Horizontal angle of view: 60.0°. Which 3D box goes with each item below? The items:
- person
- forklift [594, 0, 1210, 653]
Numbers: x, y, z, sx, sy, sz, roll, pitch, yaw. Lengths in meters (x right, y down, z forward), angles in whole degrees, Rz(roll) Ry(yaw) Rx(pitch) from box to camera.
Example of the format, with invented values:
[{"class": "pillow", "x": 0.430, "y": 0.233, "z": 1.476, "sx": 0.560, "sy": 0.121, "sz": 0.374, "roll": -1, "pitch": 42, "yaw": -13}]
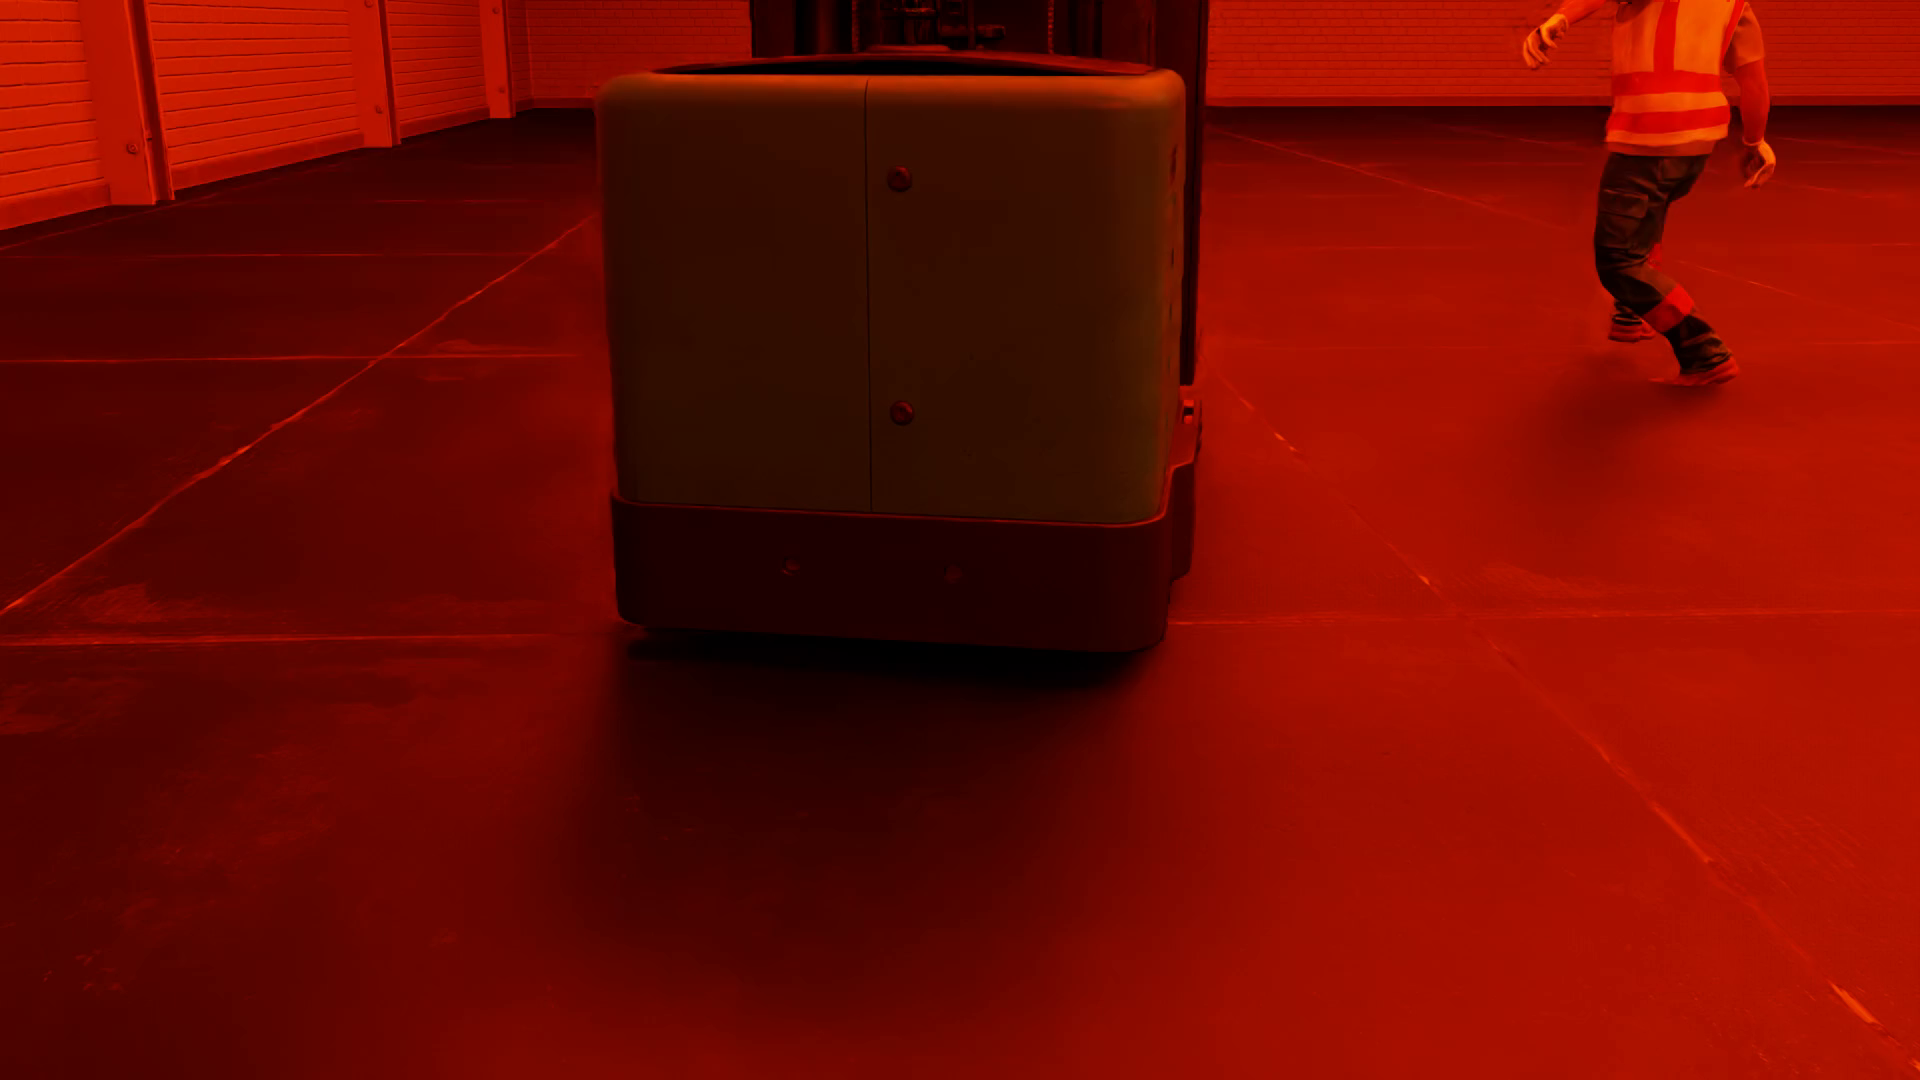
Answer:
[{"class": "person", "x": 2.255, "y": -1.296, "z": 5.547, "sx": 1.230, "sy": 1.677, "sz": 0.653, "roll": -9, "pitch": 19, "yaw": -27}, {"class": "forklift", "x": 0.083, "y": -1.586, "z": 4.091, "sx": 1.130, "sy": 2.935, "sz": 3.031, "roll": 3, "pitch": 17, "yaw": 9}]
